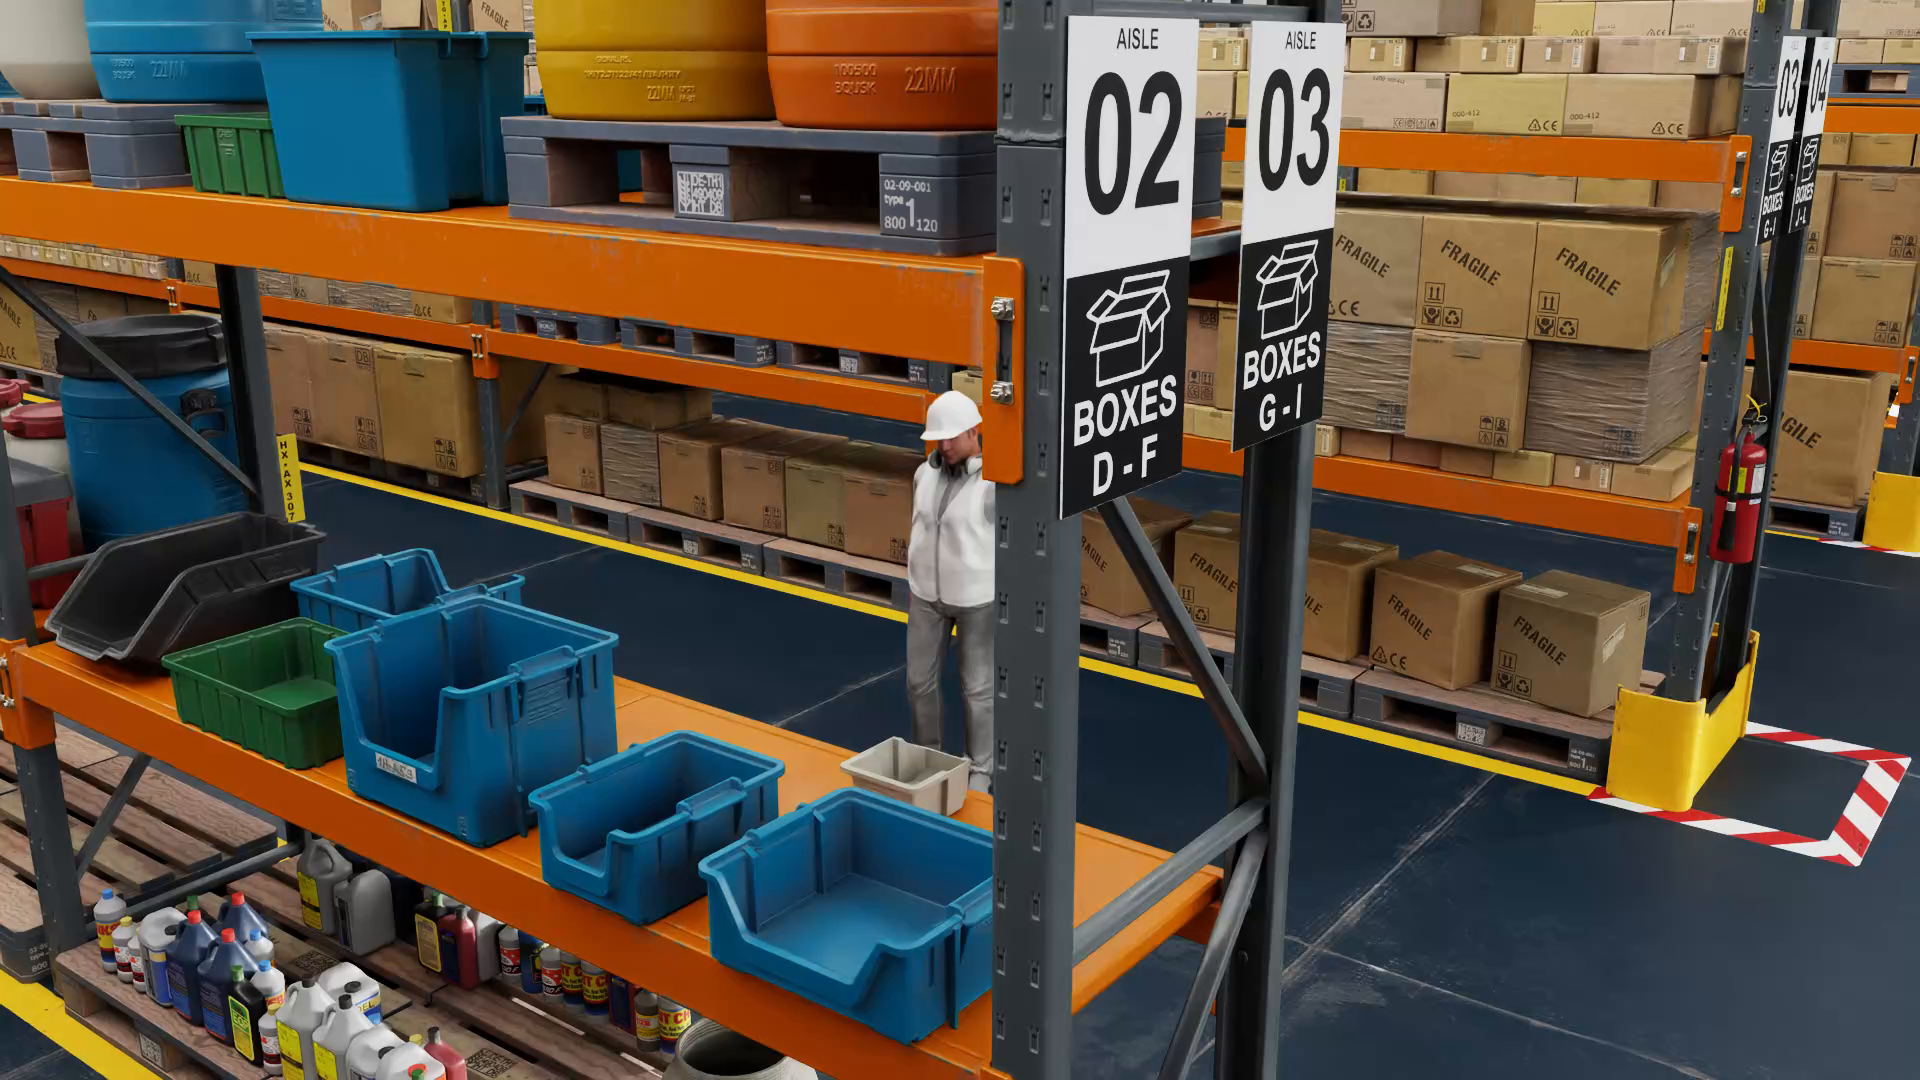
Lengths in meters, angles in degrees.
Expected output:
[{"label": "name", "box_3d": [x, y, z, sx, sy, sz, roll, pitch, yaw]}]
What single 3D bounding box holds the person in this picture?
[{"label": "person", "box_3d": [0.006, 0.263, 7.110, 0.603, 1.813, 0.396, 9, 18, 27]}]
